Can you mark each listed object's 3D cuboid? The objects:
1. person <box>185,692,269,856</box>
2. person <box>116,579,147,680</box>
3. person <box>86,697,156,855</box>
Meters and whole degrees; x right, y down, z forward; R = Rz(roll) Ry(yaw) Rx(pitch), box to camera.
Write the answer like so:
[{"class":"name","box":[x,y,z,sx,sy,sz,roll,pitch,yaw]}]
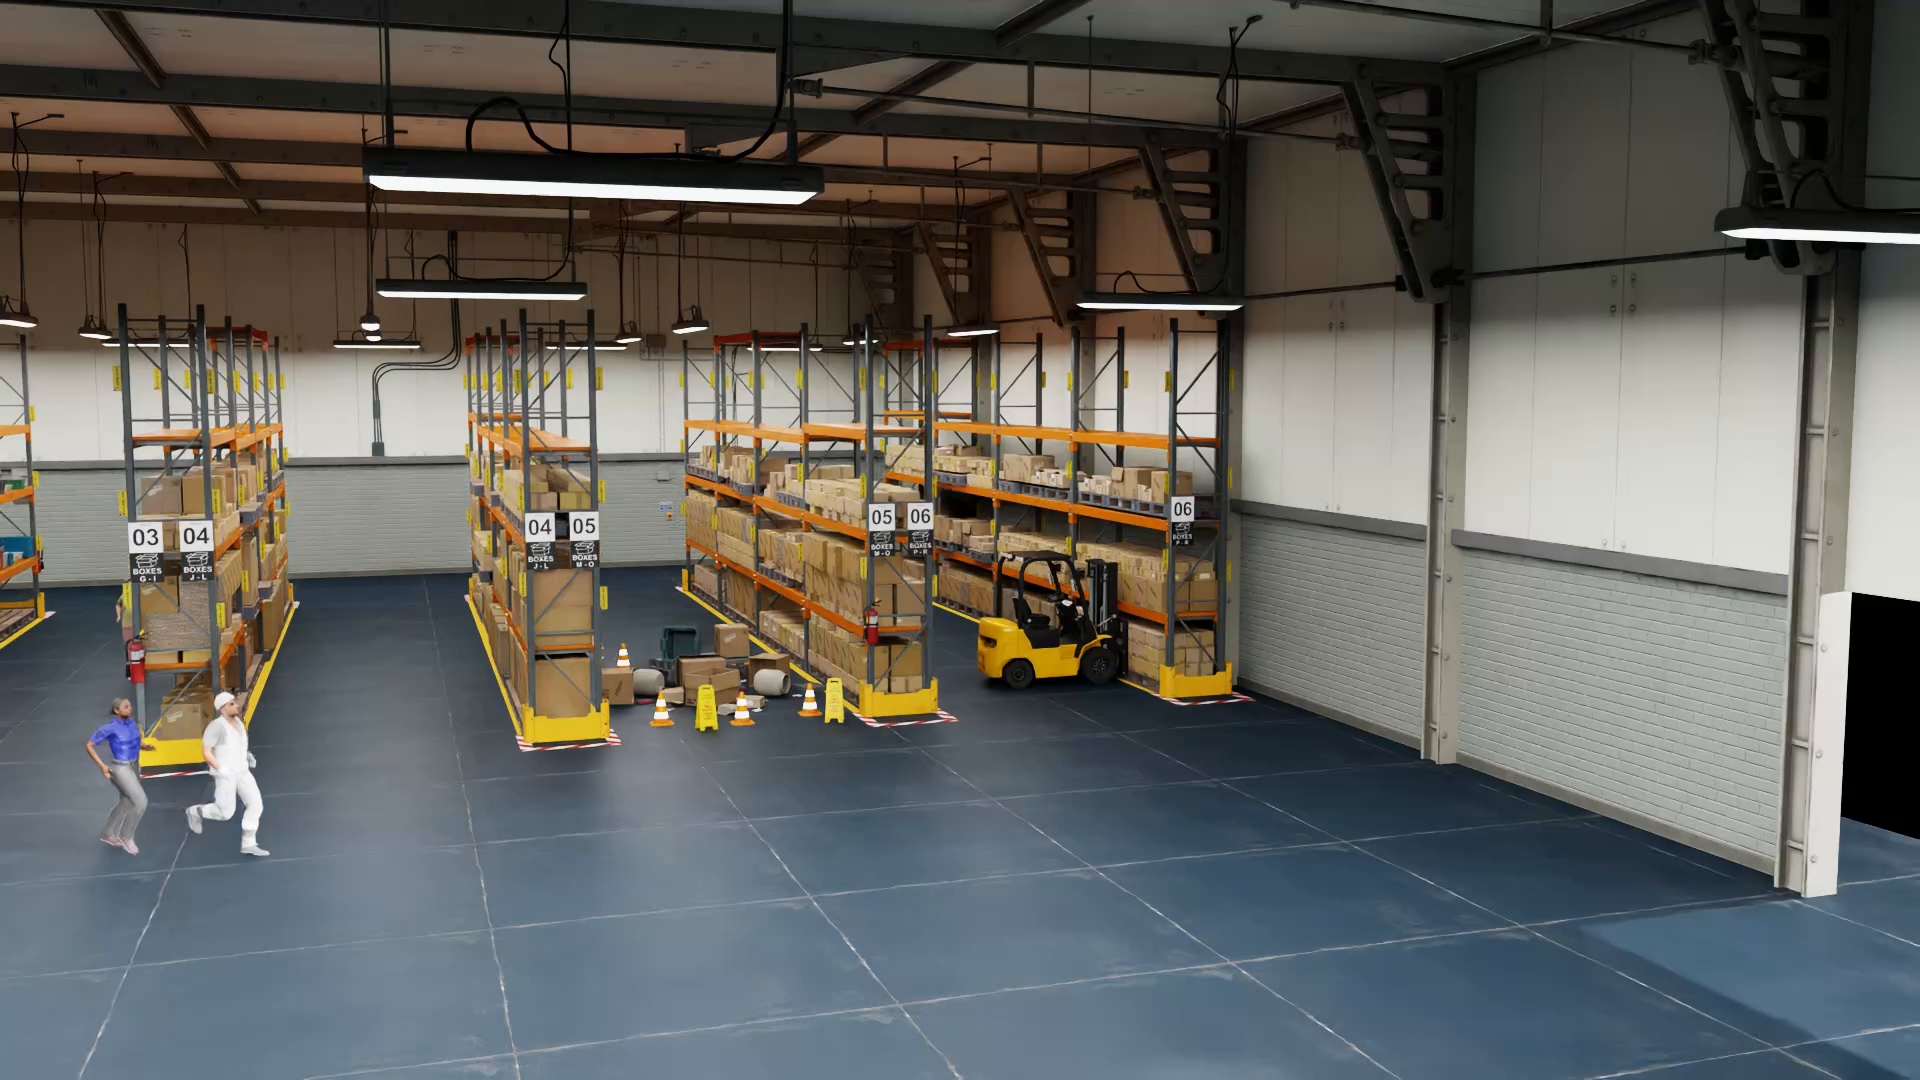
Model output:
[{"class":"person","box":[-7.788,2.483,17.661,0.897,1.751,0.655,1,6,15]},{"class":"person","box":[-13.989,1.477,28.175,0.575,1.652,0.970,-2,6,-21]},{"class":"person","box":[-8.895,2.509,17.725,0.713,1.690,0.542,0,5,5]}]
